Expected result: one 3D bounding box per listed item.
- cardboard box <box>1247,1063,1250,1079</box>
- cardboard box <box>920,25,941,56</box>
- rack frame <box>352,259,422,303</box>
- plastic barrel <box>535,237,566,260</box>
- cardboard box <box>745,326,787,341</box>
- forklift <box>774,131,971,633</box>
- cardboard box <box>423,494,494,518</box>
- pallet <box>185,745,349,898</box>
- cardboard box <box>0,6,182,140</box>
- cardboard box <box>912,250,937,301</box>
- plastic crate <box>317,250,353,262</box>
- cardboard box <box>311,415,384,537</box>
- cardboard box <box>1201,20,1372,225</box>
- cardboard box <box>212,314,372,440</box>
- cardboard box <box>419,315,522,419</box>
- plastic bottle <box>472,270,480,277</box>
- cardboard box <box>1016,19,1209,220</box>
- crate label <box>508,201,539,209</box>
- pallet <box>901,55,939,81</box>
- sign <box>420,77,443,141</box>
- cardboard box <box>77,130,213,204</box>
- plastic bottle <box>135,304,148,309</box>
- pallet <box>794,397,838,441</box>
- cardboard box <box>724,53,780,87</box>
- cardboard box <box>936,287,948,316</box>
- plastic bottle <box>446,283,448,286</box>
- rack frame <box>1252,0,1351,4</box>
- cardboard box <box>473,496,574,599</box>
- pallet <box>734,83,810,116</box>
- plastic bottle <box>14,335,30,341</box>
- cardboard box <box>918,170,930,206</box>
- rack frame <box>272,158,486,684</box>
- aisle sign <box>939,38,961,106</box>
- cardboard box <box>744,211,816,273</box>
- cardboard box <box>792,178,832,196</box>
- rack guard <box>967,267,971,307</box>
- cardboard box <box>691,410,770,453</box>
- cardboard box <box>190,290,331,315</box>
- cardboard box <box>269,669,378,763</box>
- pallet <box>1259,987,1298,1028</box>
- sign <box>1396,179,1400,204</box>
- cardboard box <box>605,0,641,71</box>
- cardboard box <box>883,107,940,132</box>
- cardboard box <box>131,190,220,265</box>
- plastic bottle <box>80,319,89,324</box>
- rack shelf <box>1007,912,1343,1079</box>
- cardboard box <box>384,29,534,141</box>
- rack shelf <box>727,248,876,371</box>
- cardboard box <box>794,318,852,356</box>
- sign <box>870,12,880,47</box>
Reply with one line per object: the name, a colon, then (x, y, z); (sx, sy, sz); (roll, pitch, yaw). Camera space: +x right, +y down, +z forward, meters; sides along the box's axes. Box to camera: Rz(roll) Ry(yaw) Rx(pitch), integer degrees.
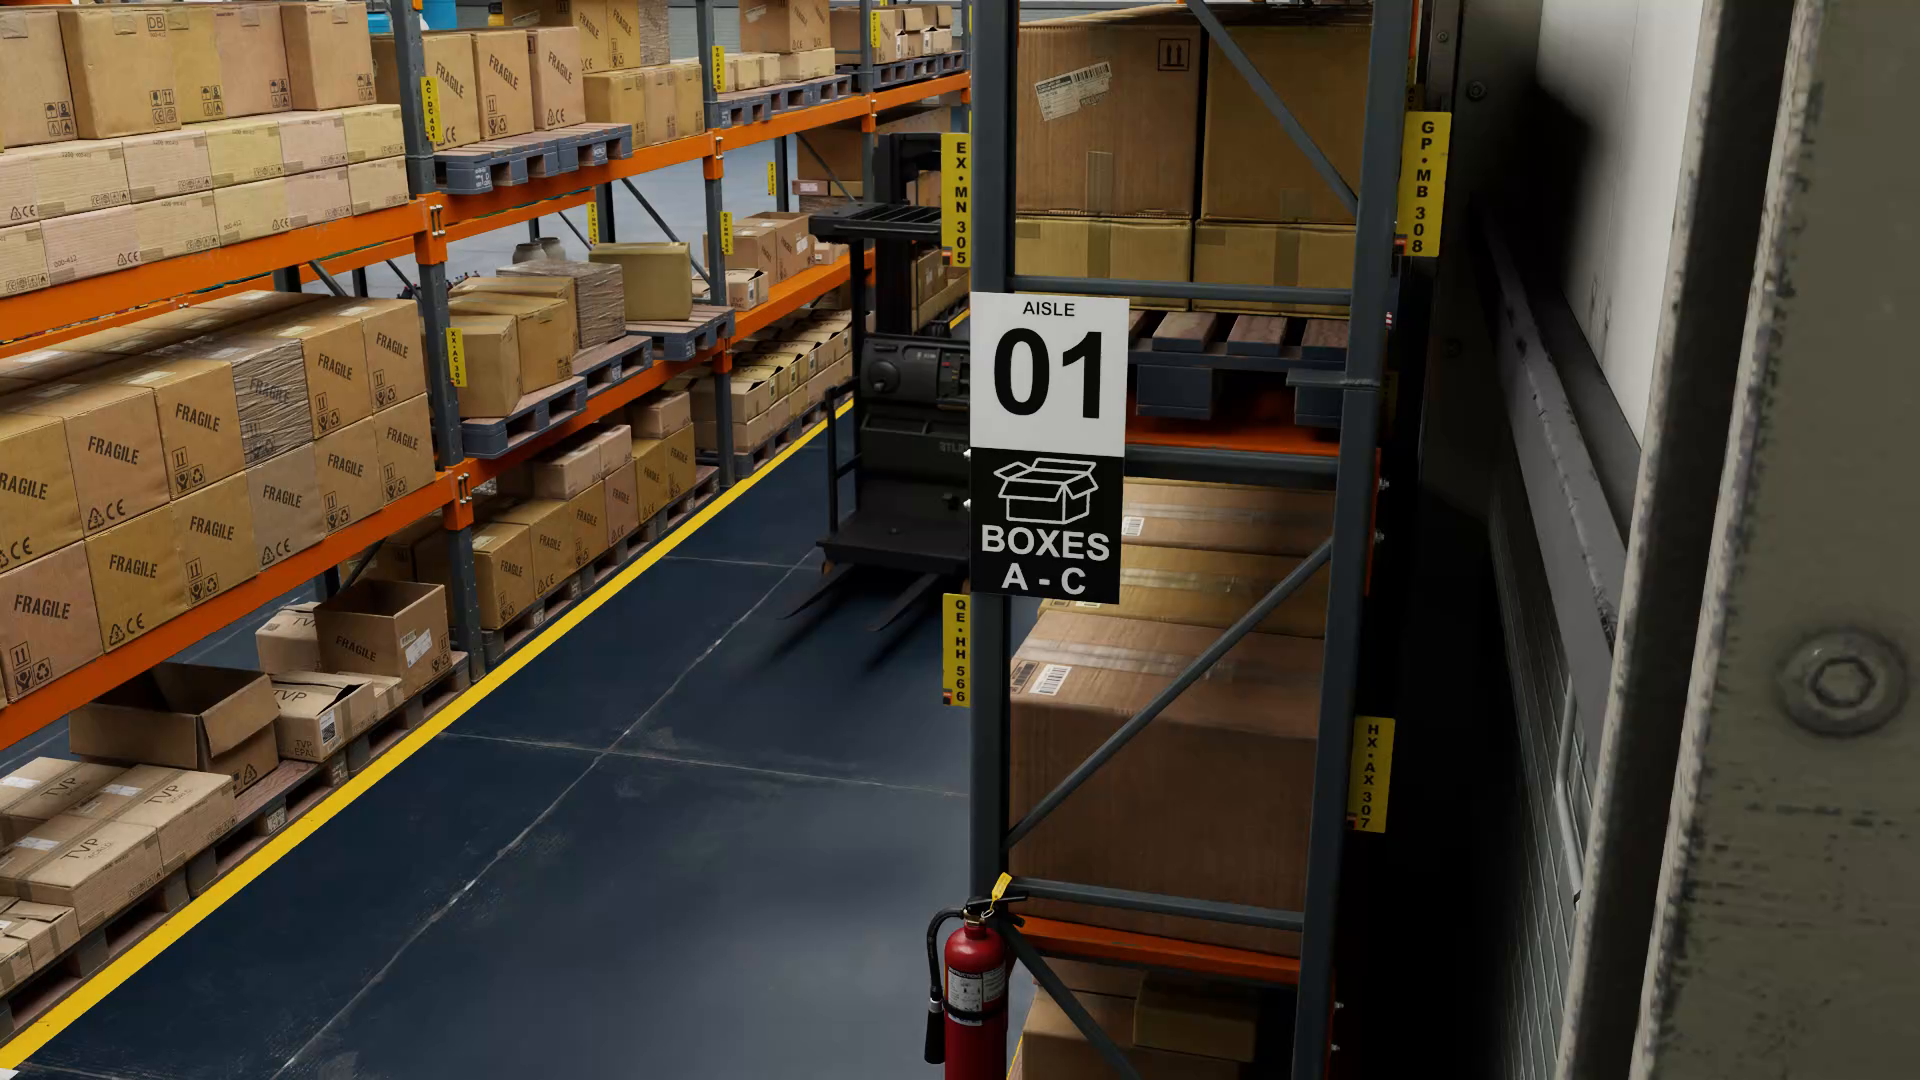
cardboard box: (0.722, 1.609, 6.054); (0.700, 0.500, 0.500); (5, 19, 13)
cardboard box: (-0.531, -5.482, 18.229); (0.500, 0.311, 0.500); (7, 20, 20)
rack frame: (-6.149, -3.535, 17.896); (1.000, 3.000, 0.127); (5, 19, 13)
plastic barrel: (-5.259, -3.598, 21.279); (0.421, 0.512, 0.421); (0, 19, 0)
cardboard box: (-1.942, -1.877, 15.778); (0.500, 0.311, 0.500); (4, 19, 12)
forklift: (-0.296, -1.127, 10.951); (1.130, 2.935, 3.031); (7, 20, 19)
cardboard box: (-3.330, 0.008, 10.709); (0.500, 0.500, 0.500); (5, 19, 14)
pallet: (-3.766, 1.284, 8.103); (1.003, 0.211, 1.213); (5, 19, 13)
cardboard box: (-3.734, -1.948, 6.908); (0.700, 0.500, 0.500); (5, 19, 13)
cardboard box: (-0.566, -2.986, 18.732); (0.500, 0.500, 0.500); (5, 19, 13)
plastic crate: (-6.301, -2.866, 16.266); (0.450, 0.188, 0.662); (5, 19, 13)
cardboard box: (-3.299, -0.344, 8.398); (0.500, 0.500, 0.500); (5, 20, 15)
cardboard box: (0.938, -1.150, 4.541); (0.500, 0.500, 0.500); (4, 19, 11)
cardboard box: (-3.297, -0.816, 8.233); (0.500, 0.500, 0.500); (4, 19, 12)
cardboard box: (-2.969, -1.012, 9.705); (0.700, 0.500, 0.500); (-2, 19, -5)
plastic bottle: (-5.917, -3.162, 20.344); (0.097, 0.271, 0.097); (0, 19, 0)
cardboard box: (0.440, -1.192, 4.662); (0.500, 0.500, 0.500); (5, 19, 13)
crate label: (-5.359, -4.207, 19.809); (0.502, 0.435, 0.616); (5, 19, 13)
pallet: (-0.864, -5.171, 18.181); (1.003, 0.211, 1.213); (5, 19, 13)
sign: (-2.773, -2.259, 8.719); (0.100, 0.325, 0.005); (5, 19, 13)
cardboard box: (-3.530, -1.576, 6.980); (0.500, 0.250, 0.500); (5, 19, 13)
plastic bottle: (-6.812, -2.065, 13.774); (0.061, 0.283, 0.133); (5, 19, 13)
pallet: (-1.785, -1.205, 15.389); (1.003, 0.211, 1.213); (5, 19, 13)
cardboard box: (-1.873, -4.095, 14.478); (0.500, 0.250, 0.500); (3, 19, 9)
cardboard box: (-0.445, -2.788, 19.313); (0.500, 0.250, 0.500); (5, 19, 13)
plastic bottle: (-6.102, -2.891, 19.543); (0.152, 0.276, 0.135); (5, 19, 14)
rack frame: (2.480, -4.338, 10.965); (1.000, 3.000, 0.127); (5, 19, 13)
cardboard box: (-2.828, 0.039, 10.618); (0.500, 0.500, 0.500); (5, 19, 14)
pallet: (-1.975, -3.789, 14.292); (1.003, 0.211, 1.213); (6, 20, 16)
plastic bottle: (-7.170, -1.692, 12.578); (0.144, 0.351, 0.185); (5, 19, 13)
cardboard box: (-0.747, -3.978, 19.038); (0.700, 0.500, 0.500); (5, 19, 14)
rack frame: (-3.302, -0.635, 9.406); (1.000, 3.000, 0.127); (5, 19, 13)
aisle sign: (-0.069, -5.624, 19.990); (0.394, 0.787, 0.004); (5, 19, 13)
cardboard box: (-1.679, -2.785, 15.546); (0.500, 0.500, 0.500); (6, 20, 17)
cardboard box: (-1.488, -3.599, 16.925); (0.380, 0.149, 0.250); (5, 19, 13)
rack guard: (-0.364, -3.221, 20.843); (1.175, 0.500, 0.348); (5, 19, 13)
cardboard box: (-1.911, -0.927, 13.866); (0.500, 0.250, 0.500); (5, 19, 13)
cardboard box: (-3.689, -1.030, 8.861); (0.500, 0.500, 0.500); (5, 20, 15)
cardboard box: (-3.349, 0.865, 8.493); (0.500, 0.311, 0.500); (5, 19, 13)
pallet: (0.945, 1.690, 6.912); (1.003, 0.211, 1.213); (5, 19, 13)
sign: (3.997, -3.258, 15.293); (0.100, 0.325, 0.005); (5, 19, 13)
cardboard box: (-2.562, -3.532, 11.547); (0.500, 0.500, 0.500); (5, 19, 13)
cardboard box: (-0.632, -4.730, 19.234); (0.700, 0.500, 0.500); (4, 19, 12)
cardboard box: (-3.536, -1.340, 7.062); (0.500, 0.250, 0.500); (5, 19, 13)
plastic bottle: (-6.985, -1.828, 13.206); (0.097, 0.201, 0.097); (0, 19, 0)
rack shelf: (1.014, 0.722, 6.545); (1.077, 0.370, 4.000); (5, 19, 13)
cardboard box: (-2.966, -2.711, 9.884); (0.600, 0.600, 0.600); (4, 19, 13)
rack shelf: (-1.836, -2.175, 15.028); (1.077, 0.370, 4.000); (5, 19, 13)
cardboard box: (-1.289, -1.992, 16.116); (0.500, 0.311, 0.500); (5, 20, 15)
sign: (-0.818, -4.916, 16.011); (0.100, 0.325, 0.005); (5, 19, 13)
